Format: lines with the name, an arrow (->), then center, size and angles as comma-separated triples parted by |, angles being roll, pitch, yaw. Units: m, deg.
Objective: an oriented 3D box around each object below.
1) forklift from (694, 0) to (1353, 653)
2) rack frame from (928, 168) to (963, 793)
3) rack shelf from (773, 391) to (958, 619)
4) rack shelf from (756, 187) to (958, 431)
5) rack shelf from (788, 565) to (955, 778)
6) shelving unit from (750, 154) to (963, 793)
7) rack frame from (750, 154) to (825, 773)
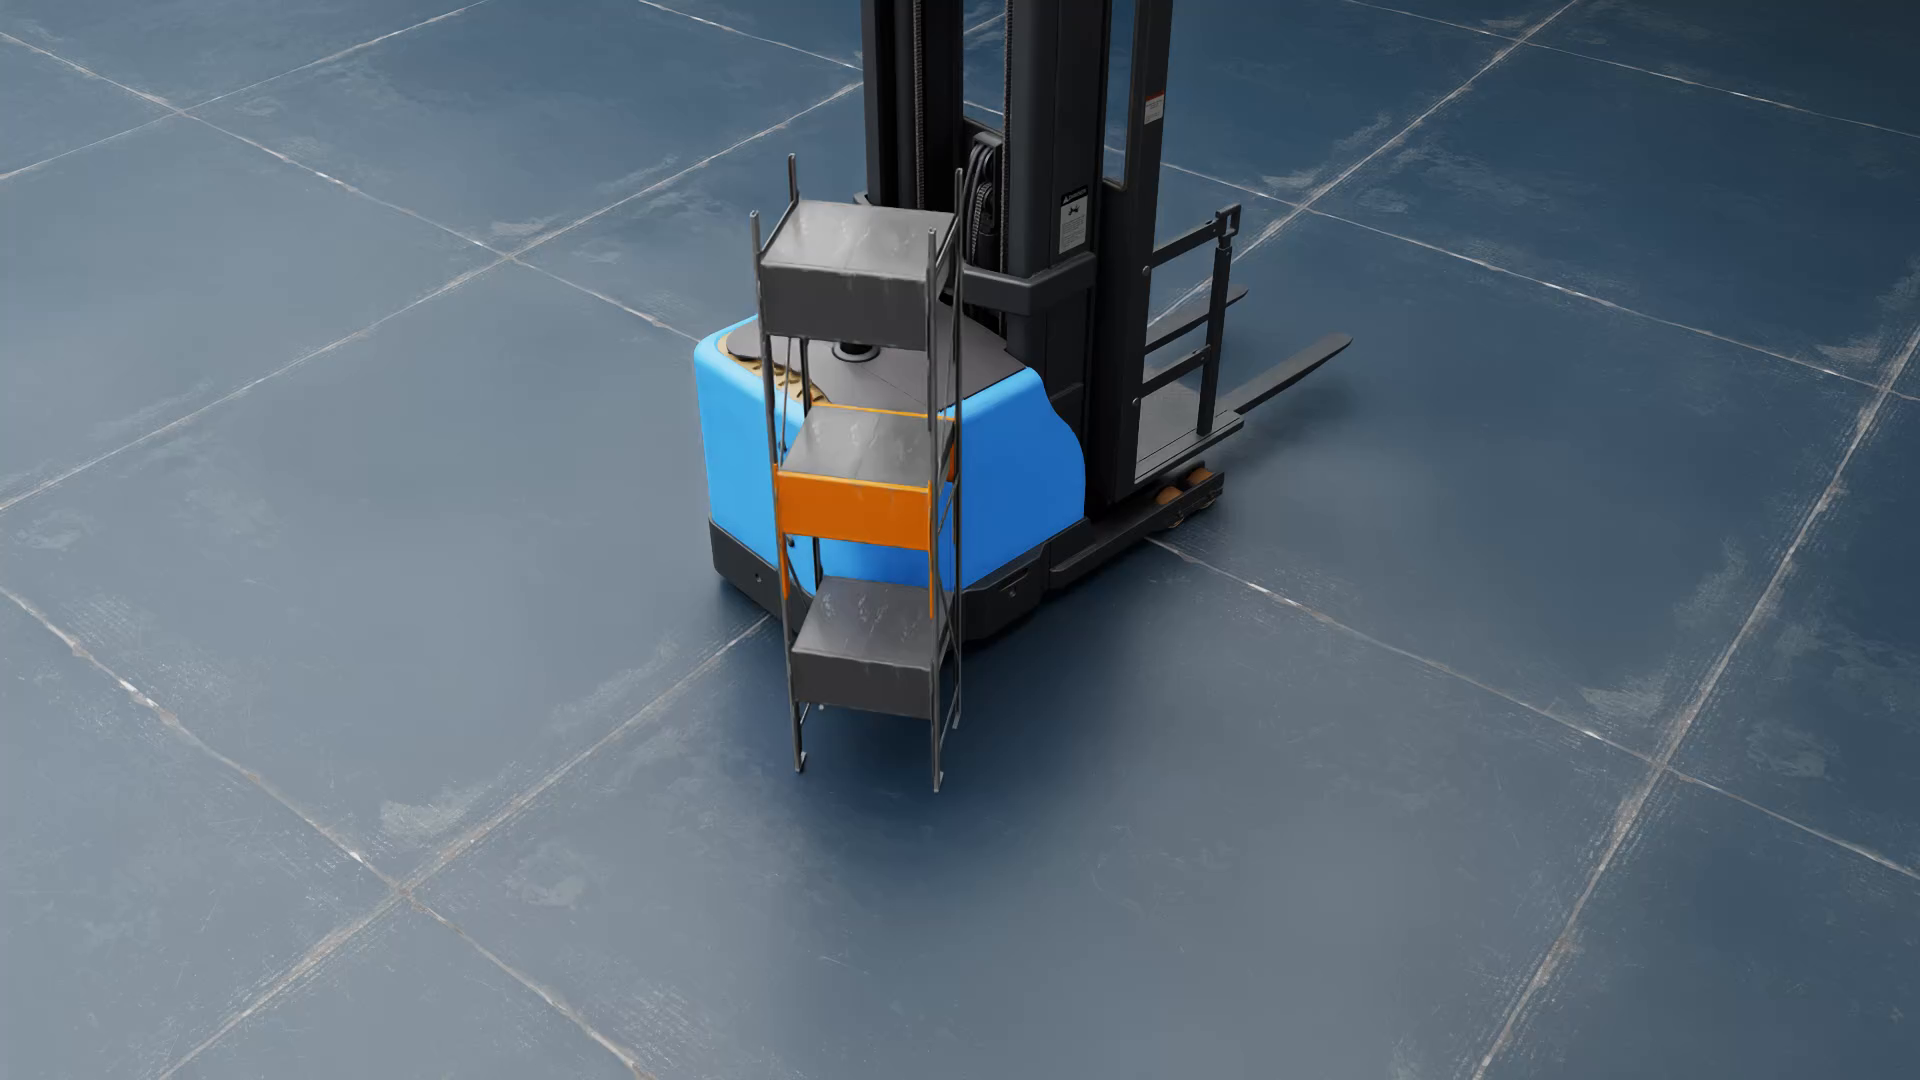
forklift -> 0.456, -1.415, 6.180 | 3.031, 2.935, 1.130 | -30, 47, -32
rack frame -> -0.040, -0.093, 5.163 | 0.015, 2.100, 0.400 | 7, 38, 9
rack shelf -> -0.279, -0.112, 5.209 | 0.480, 0.518, 0.431 | 7, 38, 9
rack shelf -> -0.278, -0.667, 4.782 | 0.480, 0.518, 0.431 | 7, 38, 9
rack shelf -> -0.281, 0.443, 5.635 | 0.480, 0.518, 0.431 | 7, 38, 9
shelving unit -> -0.279, -0.123, 5.200 | 0.503, 2.100, 0.431 | 7, 38, 9
rack frame -> -0.519, -0.152, 5.238 | 0.015, 2.100, 0.400 | 7, 38, 9
